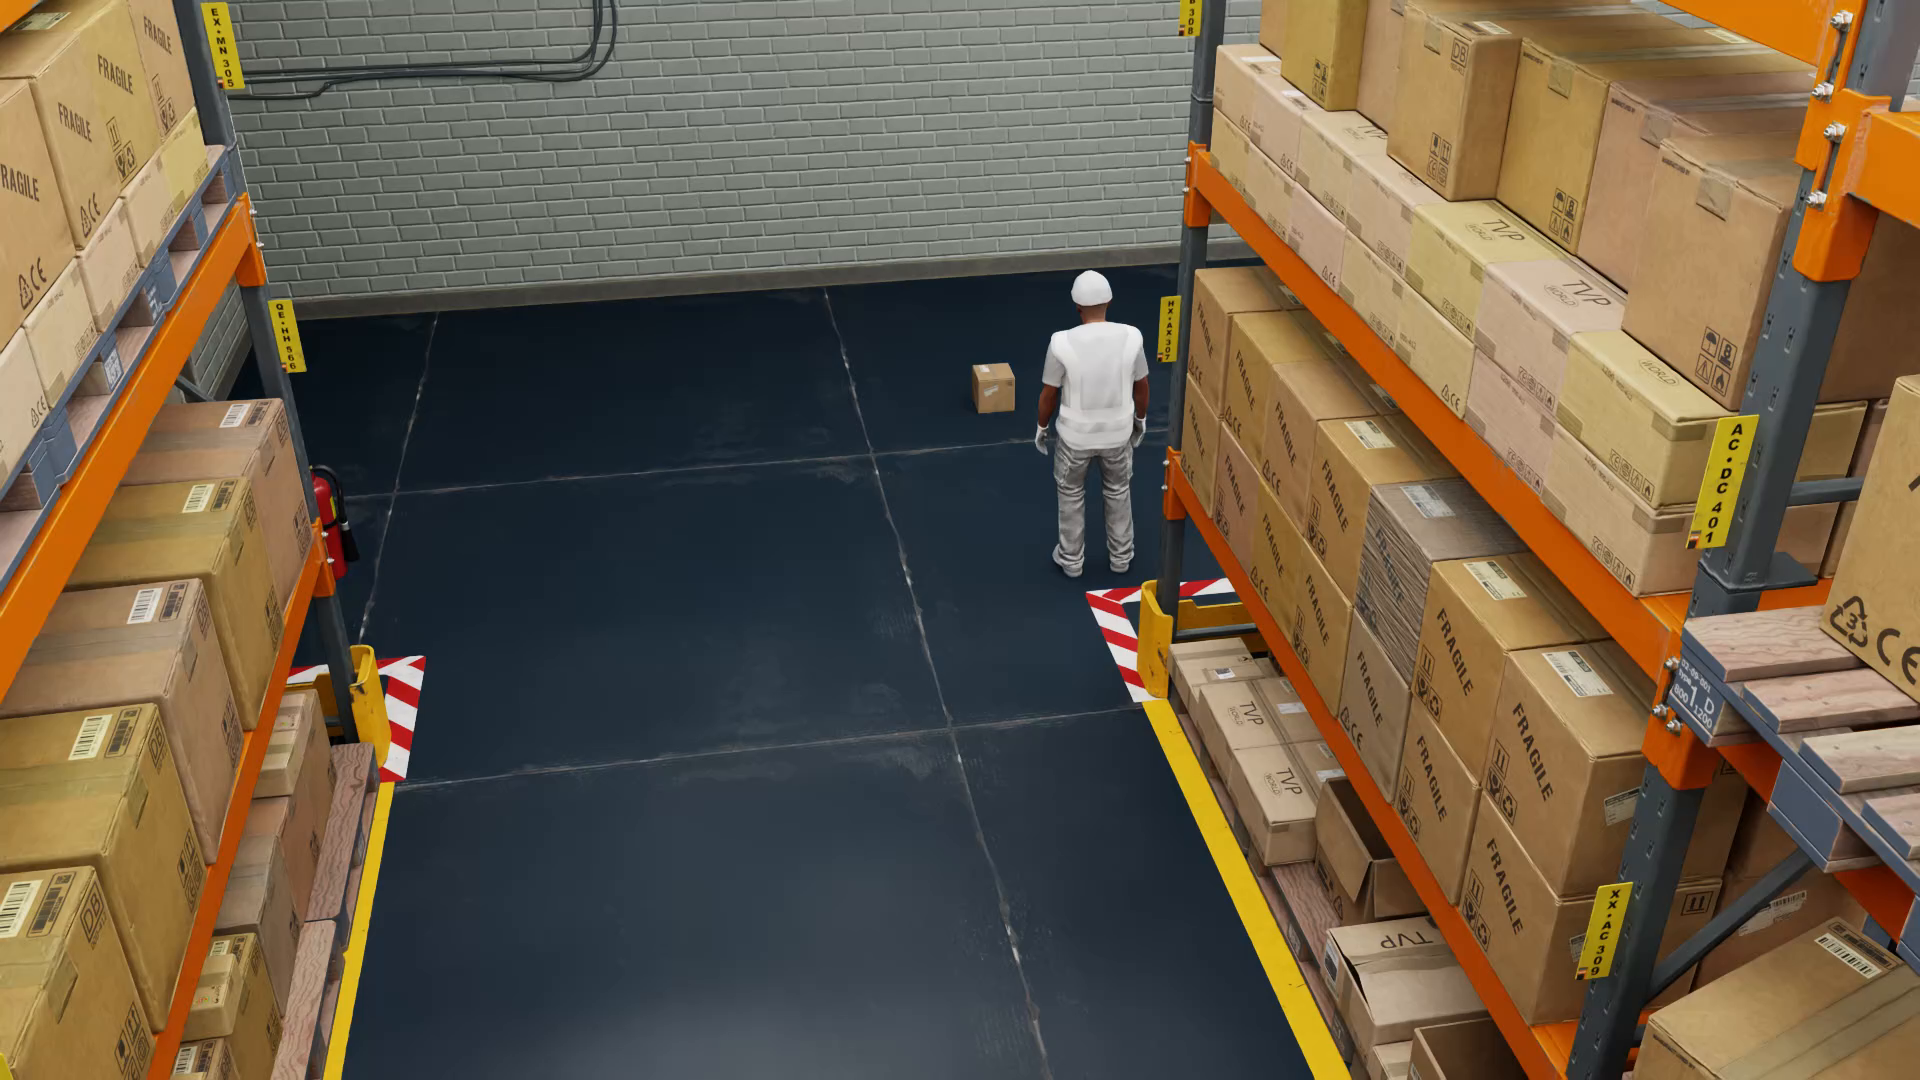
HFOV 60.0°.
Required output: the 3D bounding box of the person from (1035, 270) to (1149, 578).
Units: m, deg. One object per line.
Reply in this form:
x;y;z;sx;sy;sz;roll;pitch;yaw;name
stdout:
0.730;-0.618;9.180;0.632;1.775;0.444;-4;31;-7;person
